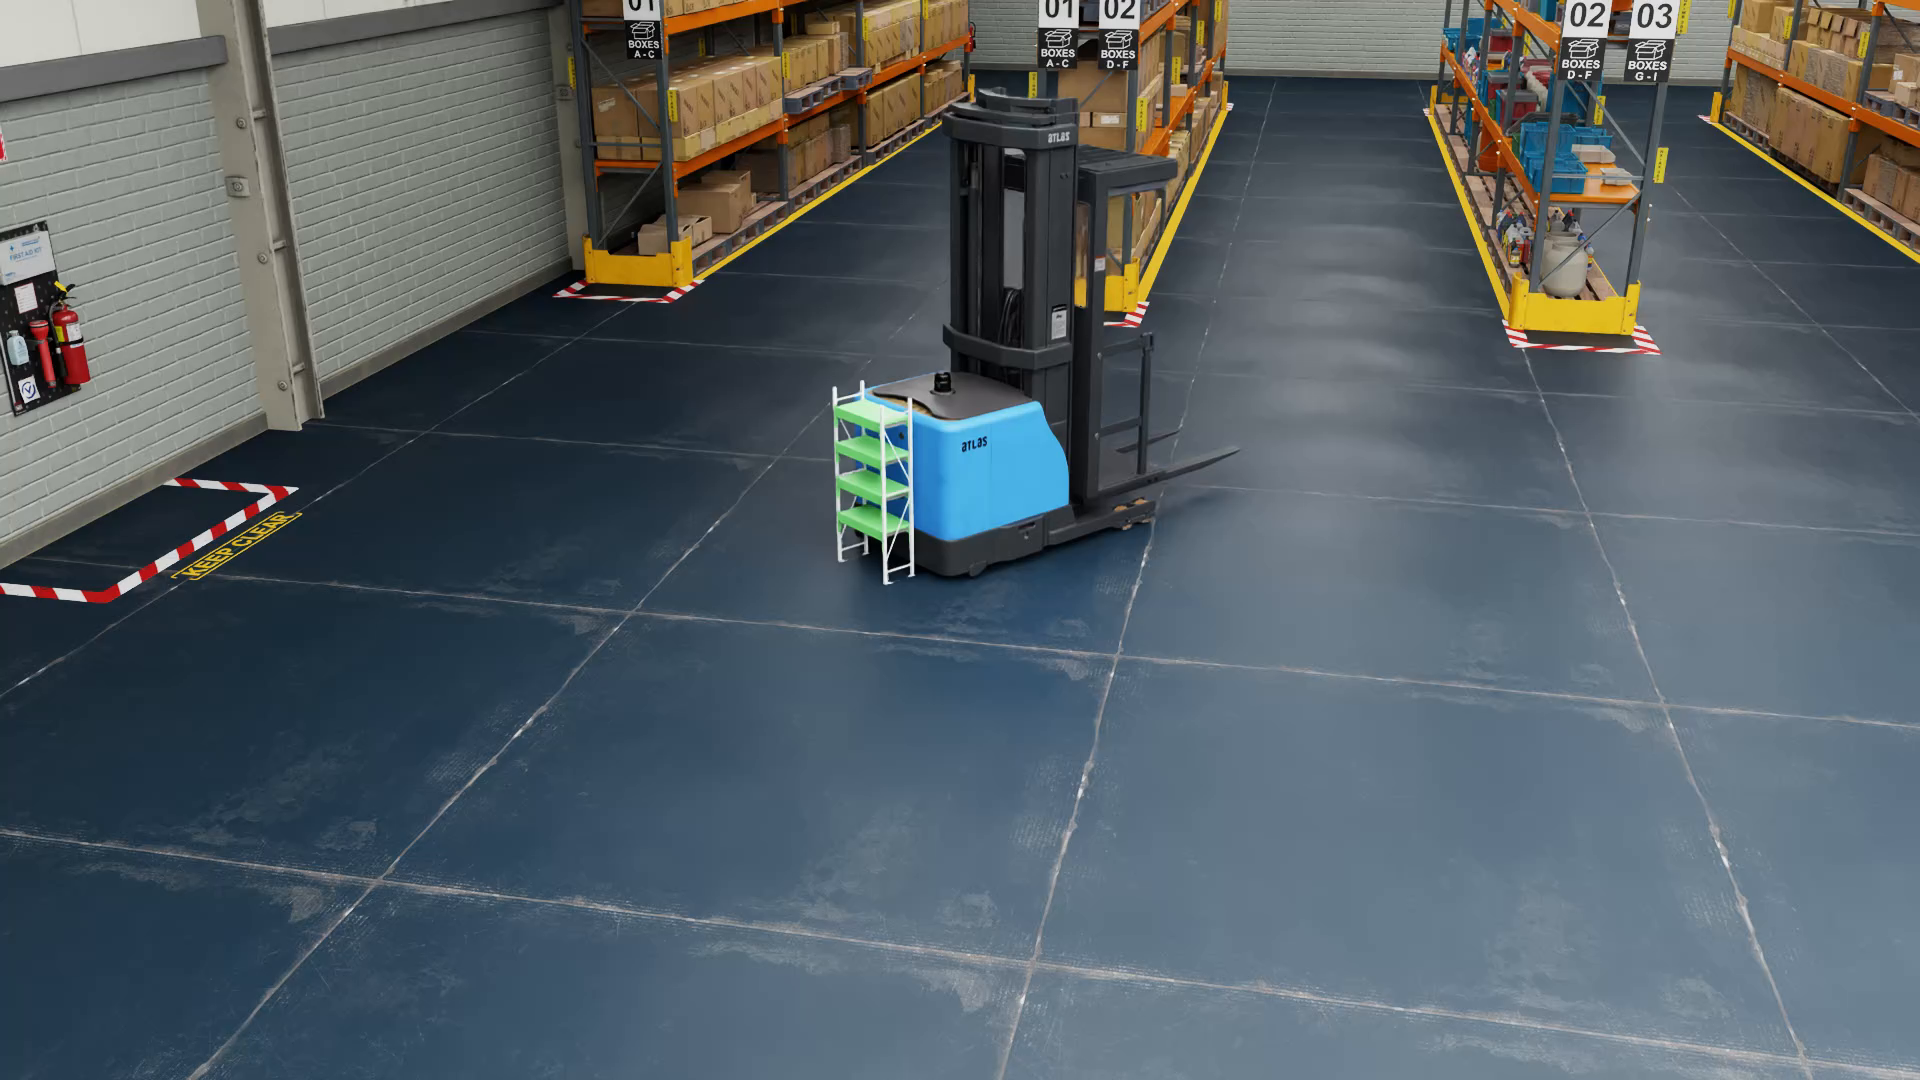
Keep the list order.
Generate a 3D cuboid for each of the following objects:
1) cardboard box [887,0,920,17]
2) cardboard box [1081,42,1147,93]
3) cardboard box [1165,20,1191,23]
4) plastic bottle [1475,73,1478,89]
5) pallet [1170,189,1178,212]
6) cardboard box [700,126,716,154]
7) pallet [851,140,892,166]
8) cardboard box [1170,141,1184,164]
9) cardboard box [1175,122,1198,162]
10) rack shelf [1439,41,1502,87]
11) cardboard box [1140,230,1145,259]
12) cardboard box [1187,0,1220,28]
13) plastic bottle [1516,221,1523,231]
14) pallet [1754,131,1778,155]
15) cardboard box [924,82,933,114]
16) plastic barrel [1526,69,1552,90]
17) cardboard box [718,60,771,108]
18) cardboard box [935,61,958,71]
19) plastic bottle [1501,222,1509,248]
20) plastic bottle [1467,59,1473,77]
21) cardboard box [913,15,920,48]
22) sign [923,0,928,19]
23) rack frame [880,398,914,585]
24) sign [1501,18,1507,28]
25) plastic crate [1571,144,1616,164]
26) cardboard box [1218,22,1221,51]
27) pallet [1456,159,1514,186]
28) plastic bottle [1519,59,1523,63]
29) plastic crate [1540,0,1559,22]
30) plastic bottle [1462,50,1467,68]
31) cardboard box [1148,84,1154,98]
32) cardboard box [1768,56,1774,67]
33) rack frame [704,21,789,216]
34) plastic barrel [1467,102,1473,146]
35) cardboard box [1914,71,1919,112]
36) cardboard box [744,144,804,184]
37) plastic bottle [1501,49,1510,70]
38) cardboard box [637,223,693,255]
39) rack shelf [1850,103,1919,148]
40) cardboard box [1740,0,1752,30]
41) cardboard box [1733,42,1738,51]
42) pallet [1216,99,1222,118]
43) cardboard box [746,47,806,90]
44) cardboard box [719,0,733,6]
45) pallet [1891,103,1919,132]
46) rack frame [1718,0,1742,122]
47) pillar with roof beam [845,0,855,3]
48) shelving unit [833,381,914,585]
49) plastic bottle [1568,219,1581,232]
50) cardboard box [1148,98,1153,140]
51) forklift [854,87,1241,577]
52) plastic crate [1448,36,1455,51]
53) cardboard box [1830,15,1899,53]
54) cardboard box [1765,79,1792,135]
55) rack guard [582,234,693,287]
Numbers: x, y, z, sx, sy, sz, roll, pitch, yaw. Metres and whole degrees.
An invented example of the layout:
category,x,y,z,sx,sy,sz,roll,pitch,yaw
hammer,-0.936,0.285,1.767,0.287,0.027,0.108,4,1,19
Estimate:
category,x,y,z,sx,sy,sz,roll,pitch,yaw
cardboard box,-0.972,-8.976,28.063,0.500,0.250,0.500,5,22,12
cardboard box,1.699,-5.258,18.522,0.700,0.500,0.500,4,22,11
cardboard box,3.329,-8.077,26.698,0.700,0.500,0.500,8,23,19
plastic bottle,7.467,-6.617,23.926,0.061,0.283,0.133,4,22,11
pallet,2.449,-4.749,22.863,1.003,0.211,1.213,4,22,11
cardboard box,-3.074,-4.521,18.738,0.500,0.250,0.500,4,22,9
pallet,-1.709,-6.151,26.344,1.003,0.211,1.213,4,22,11
cardboard box,2.835,-5.380,23.064,0.500,0.311,0.500,4,22,11
cardboard box,3.279,-5.975,24.931,0.500,0.500,0.500,5,23,13
rack shelf,8.979,-8.267,28.829,1.077,0.370,4.000,4,22,11
cardboard box,1.802,-3.324,18.711,0.500,0.250,0.500,4,22,11
cardboard box,4.094,-8.910,27.989,0.500,0.500,0.500,5,22,12
plastic bottle,6.456,-3.557,19.232,0.097,0.271,0.097,0,22,0
pallet,13.652,-6.471,27.138,1.003,0.211,1.213,4,22,11
cardboard box,-0.874,-7.926,29.802,0.700,0.500,0.500,5,22,12
plastic barrel,7.668,-5.912,21.868,0.421,0.512,0.421,0,22,0
cardboard box,-2.650,-5.607,20.431,0.500,0.500,0.500,4,22,11
cardboard box,-0.255,-9.006,31.615,0.380,0.149,0.250,5,22,12
plastic bottle,6.255,-3.498,19.071,0.061,0.283,0.133,5,23,13
plastic bottle,7.817,-7.206,25.403,0.097,0.271,0.097,0,22,0
cardboard box,-0.975,-8.630,28.209,0.500,0.500,0.500,4,22,10
sign,-0.594,-9.087,28.458,0.100,0.325,0.005,4,22,11
rack frame,-0.394,-0.298,10.485,0.240,1.200,0.015,-18,28,-37
sign,9.929,-9.372,30.391,0.100,0.325,0.005,4,22,11
plastic crate,6.855,-4.208,18.141,0.530,0.136,0.437,4,22,11
cardboard box,4.299,-8.831,29.131,0.500,0.500,0.500,4,22,11
pallet,7.875,-5.405,24.491,1.003,0.211,1.213,4,22,11
plastic bottle,8.555,-7.191,25.360,0.152,0.276,0.135,4,22,11
plastic crate,6.217,-5.585,17.213,0.392,0.384,0.575,4,22,11
plastic bottle,8.051,-7.665,26.527,0.061,0.283,0.133,4,22,11
cardboard box,2.035,-5.182,19.204,0.380,0.149,0.250,4,22,11
cardboard box,13.266,-7.700,26.794,0.380,0.149,0.250,4,22,10
rack frame,-2.760,-5.699,21.489,1.000,3.000,0.127,4,22,11
plastic barrel,8.299,-6.634,26.058,0.600,0.901,0.708,4,22,11
cardboard box,12.051,-5.450,20.170,0.797,0.503,0.637,7,23,16
cardboard box,-2.570,-5.207,23.024,0.700,0.500,0.500,4,22,10
plastic bottle,8.563,-7.497,26.018,0.144,0.351,0.185,4,22,11
cardboard box,-3.347,-3.439,18.888,0.500,0.311,0.500,2,22,5
rack shelf,12.196,-4.964,20.627,1.077,0.370,4.000,4,22,11
cardboard box,13.772,-9.033,28.567,0.500,0.500,0.500,4,22,10
cardboard box,13.790,-8.640,29.127,0.380,0.149,0.250,4,22,10
pallet,4.362,-8.098,31.180,1.003,0.211,1.213,4,22,11
cardboard box,-2.502,-6.337,22.350,0.700,0.500,0.500,7,23,16
cardboard box,-2.928,-6.368,18.974,0.500,0.500,0.500,6,23,14
pallet,12.240,-5.213,20.539,1.003,0.211,1.213,4,22,11
rack frame,14.236,-8.955,29.573,1.000,3.000,0.127,4,22,11
pillar with roof beam,2.383,-11.401,27.617,9.100,9.000,0.400,4,22,11
shelving unit,-0.553,-0.367,10.658,0.258,1.200,0.503,-18,28,-37
plastic bottle,6.984,-3.473,18.920,0.144,0.351,0.185,4,22,11
cardboard box,1.905,-5.013,19.652,0.700,0.500,0.500,4,22,10
forklift,0.738,-1.562,11.309,3.031,2.935,1.130,-18,28,-37
plastic crate,8.685,-8.626,28.901,0.416,0.233,0.300,4,22,11
cardboard box,13.035,-7.291,23.965,0.797,0.503,0.637,5,23,13
cardboard box,13.633,-6.937,26.844,0.875,0.875,0.875,4,22,11
rack guard,-3.561,-3.104,18.393,1.175,0.500,0.348,4,22,11
